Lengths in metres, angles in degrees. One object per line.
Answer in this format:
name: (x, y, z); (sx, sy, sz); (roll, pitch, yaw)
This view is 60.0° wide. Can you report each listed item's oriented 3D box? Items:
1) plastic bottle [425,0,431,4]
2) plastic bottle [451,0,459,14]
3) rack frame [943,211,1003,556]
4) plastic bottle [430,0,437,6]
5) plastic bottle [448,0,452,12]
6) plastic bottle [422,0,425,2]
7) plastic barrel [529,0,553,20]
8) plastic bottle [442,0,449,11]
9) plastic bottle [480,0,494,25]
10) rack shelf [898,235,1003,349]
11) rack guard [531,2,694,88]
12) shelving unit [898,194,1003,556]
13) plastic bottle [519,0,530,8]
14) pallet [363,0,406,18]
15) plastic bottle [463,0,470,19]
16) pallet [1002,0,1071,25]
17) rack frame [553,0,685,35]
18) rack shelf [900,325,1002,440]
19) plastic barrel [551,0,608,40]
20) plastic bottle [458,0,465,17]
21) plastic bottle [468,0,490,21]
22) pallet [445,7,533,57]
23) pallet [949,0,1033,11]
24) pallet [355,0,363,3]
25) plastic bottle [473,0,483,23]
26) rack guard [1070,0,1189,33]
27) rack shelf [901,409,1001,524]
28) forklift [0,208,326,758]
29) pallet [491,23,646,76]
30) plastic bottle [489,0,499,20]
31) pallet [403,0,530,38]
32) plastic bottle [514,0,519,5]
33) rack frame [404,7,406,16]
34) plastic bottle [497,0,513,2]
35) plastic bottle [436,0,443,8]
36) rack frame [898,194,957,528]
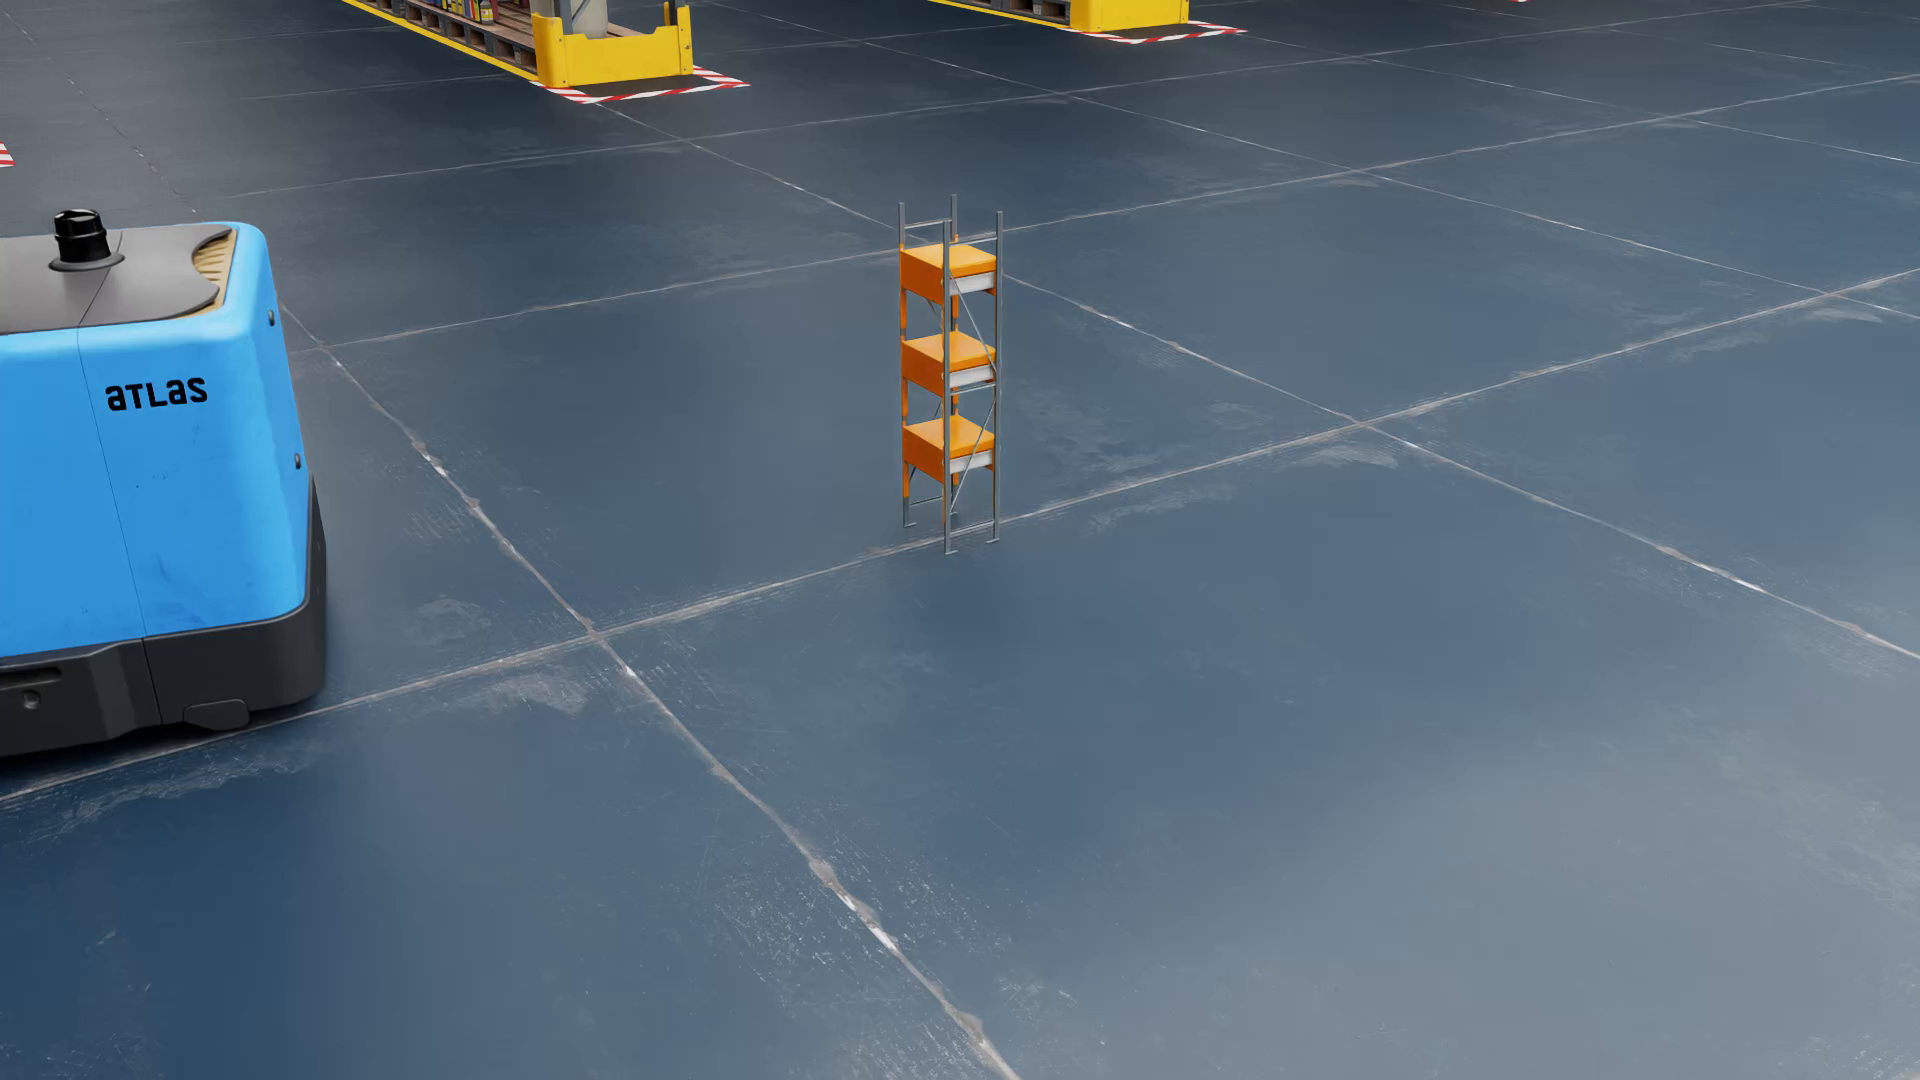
plastic bottle: (-4.732, -4.967, 14.934); (0.152, 0.276, 0.135); (-14, 29, -28)
plastic bottle: (-4.310, -4.721, 14.325); (0.144, 0.351, 0.185); (-16, 30, -30)
rack frame: (0.037, -0.450, 4.974); (0.200, 1.050, 0.008); (-16, 29, -30)
plastic bottle: (-4.645, -4.941, 14.790); (0.144, 0.351, 0.185); (-15, 29, -28)
plastic bottle: (-4.407, -4.699, 14.453); (0.097, 0.201, 0.097); (0, 25, 0)
plastic bottle: (-4.820, -4.970, 15.027); (0.097, 0.201, 0.097); (0, 25, 0)
plastic barrel: (-3.251, -4.356, 13.387); (0.421, 0.512, 0.421); (0, 25, 0)
plastic bottle: (-4.487, -4.774, 14.516); (0.061, 0.283, 0.133); (-14, 29, -27)
plastic bottle: (-3.924, -4.383, 13.783); (0.097, 0.201, 0.097); (0, 25, 0)
rack shelf: (-0.029, -0.741, 4.950); (0.215, 0.259, 0.240); (-16, 29, -30)
rack guard: (-2.635, -3.780, 12.673); (1.175, 0.500, 0.348); (-16, 29, -30)
shelving unit: (-0.029, -0.494, 5.066); (0.215, 1.050, 0.252); (-16, 29, -30)
plastic bottle: (-3.867, -4.865, 14.707); (0.061, 0.283, 0.133); (-16, 29, -30)
pallet: (-5.199, -5.336, 16.306); (1.003, 0.211, 1.213); (-16, 29, -30)
plastic bottle: (-4.114, -4.563, 14.077); (0.152, 0.276, 0.135); (-16, 30, -31)
pallet: (1.140, -5.114, 15.836); (1.003, 0.211, 1.213); (-16, 29, -30)
rack frame: (-2.554, -4.895, 12.105); (1.000, 3.000, 0.127); (-16, 29, -30)
rack shelf: (-0.029, -0.484, 5.071); (0.215, 0.259, 0.240); (-16, 29, -30)
plastic barrel: (-2.977, -4.177, 13.007); (0.421, 0.512, 0.421); (0, 25, 0)
plastic bottle: (-4.208, -4.655, 14.184); (0.144, 0.351, 0.185); (-14, 29, -27)
plastic bottle: (-4.039, -4.513, 13.972); (0.152, 0.276, 0.135); (-15, 29, -29)
pallet: (-3.736, -4.378, 14.276); (1.003, 0.211, 1.213); (-16, 29, -30)
pallet: (0.478, -5.550, 16.759); (1.003, 0.211, 1.213); (-16, 29, -30)
pallet: (-5.869, -5.773, 17.232); (1.003, 0.211, 1.213); (-16, 29, -30)
plastic bottle: (-4.003, -4.457, 13.845); (0.061, 0.283, 0.133); (-15, 29, -28)
rack guard: (1.554, -4.946, 15.141); (1.175, 0.500, 0.348); (-16, 29, -30)
rack shelf: (-0.029, -0.233, 5.190); (0.215, 0.259, 0.240); (-16, 29, -30)
forklift: (-3.216, -0.858, 3.634); (3.031, 2.935, 1.130); (-8, 27, -17)
pallet: (-3.074, -3.942, 13.352); (1.003, 0.211, 1.213); (-16, 29, -30)
plastic bottle: (-3.950, -4.542, 14.023); (0.061, 0.283, 0.133); (-16, 29, -30)
pallet: (-4.406, -4.814, 15.201); (1.003, 0.211, 1.213); (-16, 29, -30)
plastic bottle: (-3.936, -4.916, 14.815); (0.061, 0.283, 0.133); (-16, 29, -30)
rack frame: (-4.738, -6.325, 15.135); (1.000, 3.000, 0.127); (-16, 29, -30)
plastic bottle: (-4.150, -5.017, 15.040); (0.152, 0.276, 0.135); (-16, 29, -30)
plastic bottle: (-4.542, -4.873, 14.647); (0.144, 0.351, 0.185); (-17, 30, -32)
rack frame: (-0.096, -0.538, 5.159); (0.200, 1.050, 0.008); (-16, 29, -30)
